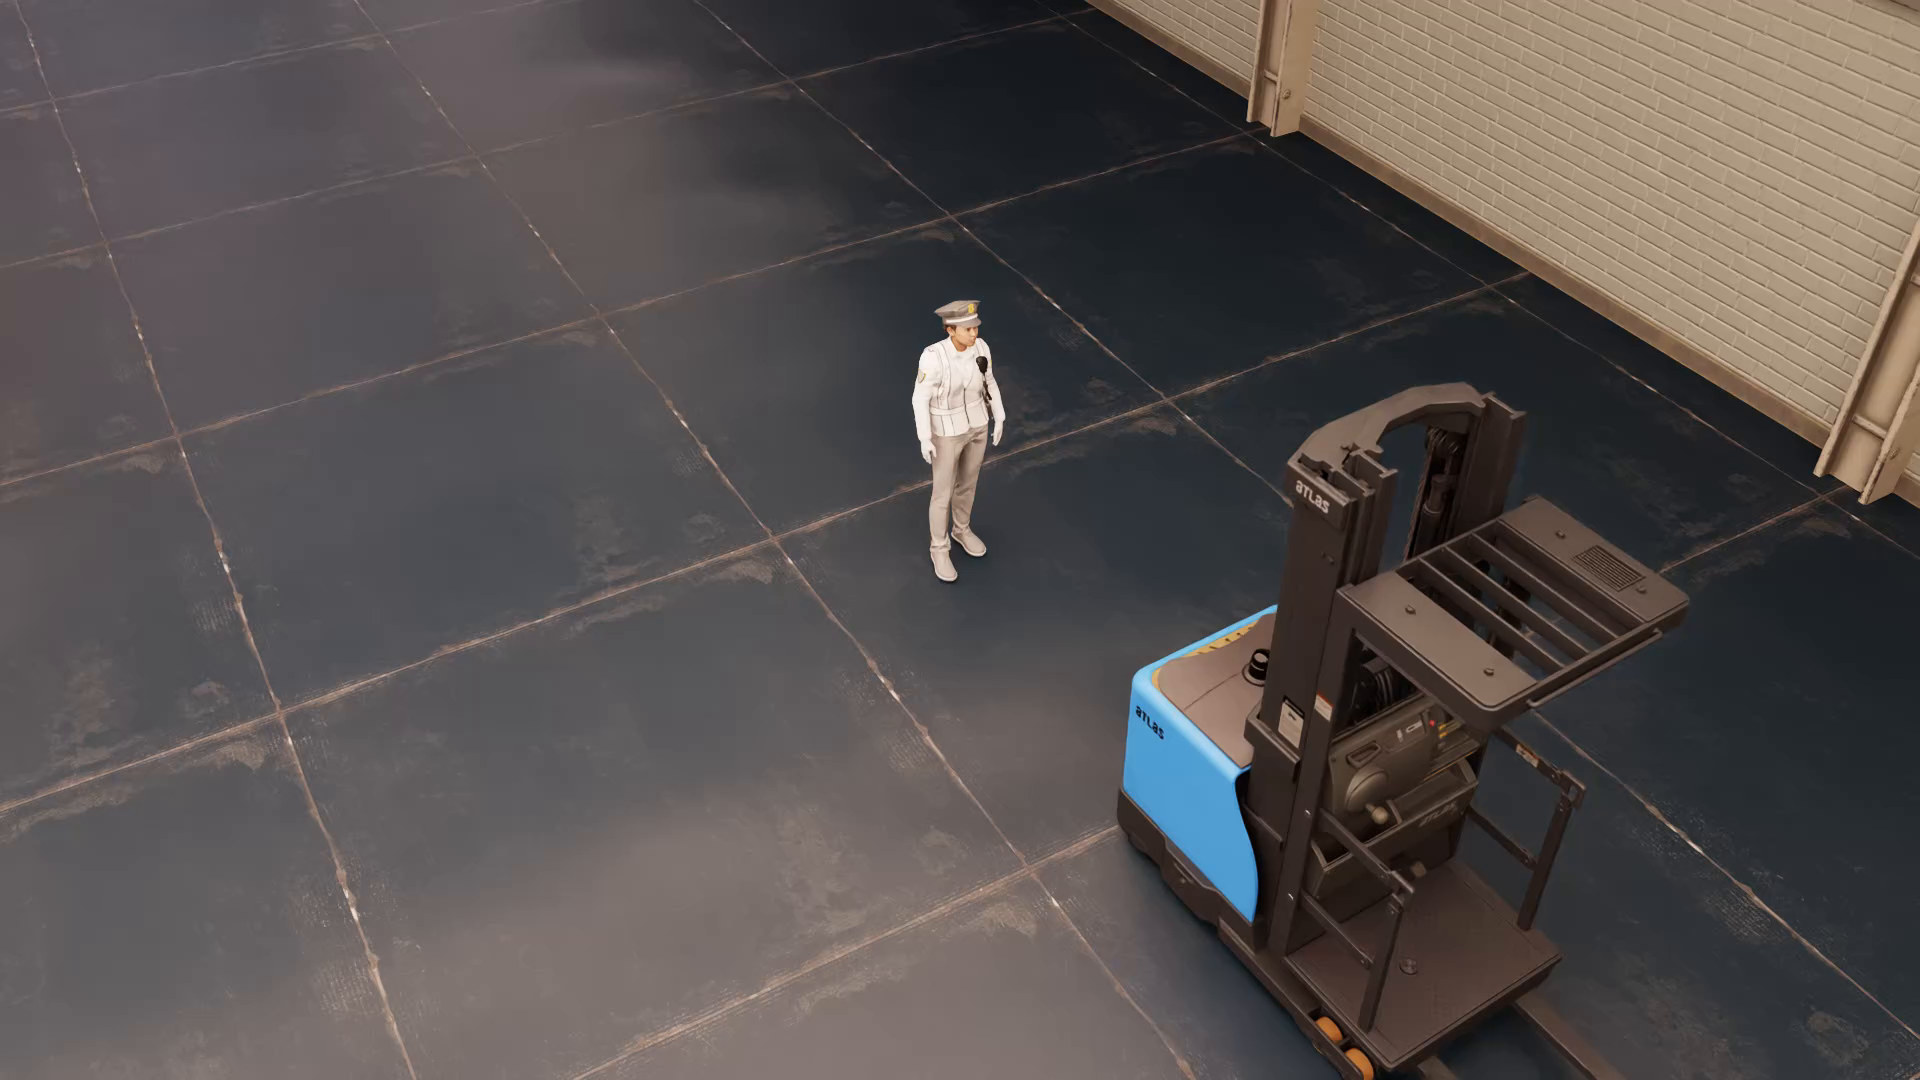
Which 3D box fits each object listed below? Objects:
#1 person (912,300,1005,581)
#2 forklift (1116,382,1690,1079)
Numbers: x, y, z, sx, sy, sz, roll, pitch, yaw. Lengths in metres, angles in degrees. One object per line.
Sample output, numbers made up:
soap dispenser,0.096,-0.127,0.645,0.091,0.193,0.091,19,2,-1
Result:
person,0.029,-0.617,9.738,0.586,1.694,0.530,-20,44,-23
forklift,2.024,0.952,6.888,1.130,2.935,3.031,-22,45,-25
